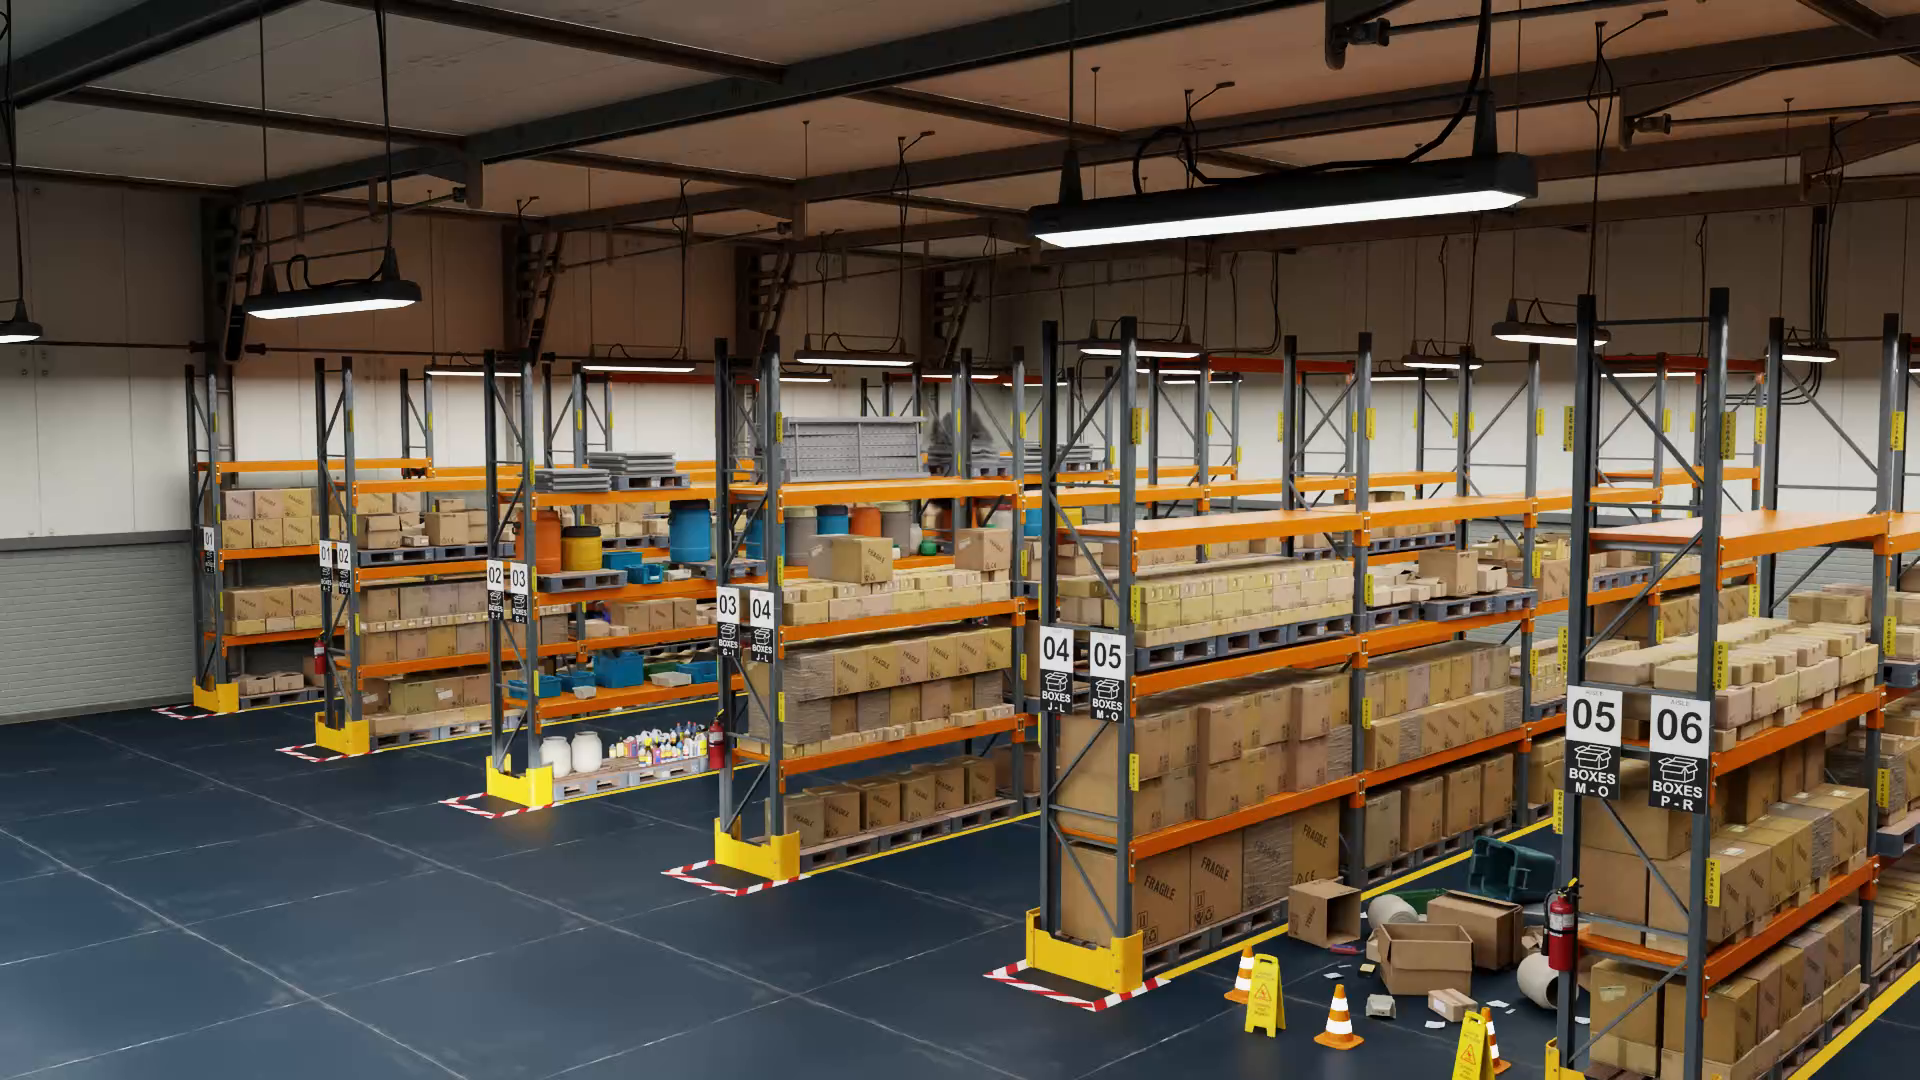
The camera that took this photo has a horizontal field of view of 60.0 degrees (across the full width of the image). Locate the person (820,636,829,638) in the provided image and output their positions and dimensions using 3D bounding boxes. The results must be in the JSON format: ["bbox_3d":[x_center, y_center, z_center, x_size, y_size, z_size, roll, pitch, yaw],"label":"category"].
[{"bbox_3d":[-2.419,2.041,29.393,0.654,1.742,0.586,3,5,36],"label":"person"}]

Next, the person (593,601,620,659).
[{"bbox_3d":[-6.753,1.972,31.874,0.605,1.629,0.805,0,4,1],"label":"person"}]

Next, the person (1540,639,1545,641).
[{"bbox_3d":[9.114,2.379,26.056,0.493,1.634,0.717,4,6,44],"label":"person"}]
